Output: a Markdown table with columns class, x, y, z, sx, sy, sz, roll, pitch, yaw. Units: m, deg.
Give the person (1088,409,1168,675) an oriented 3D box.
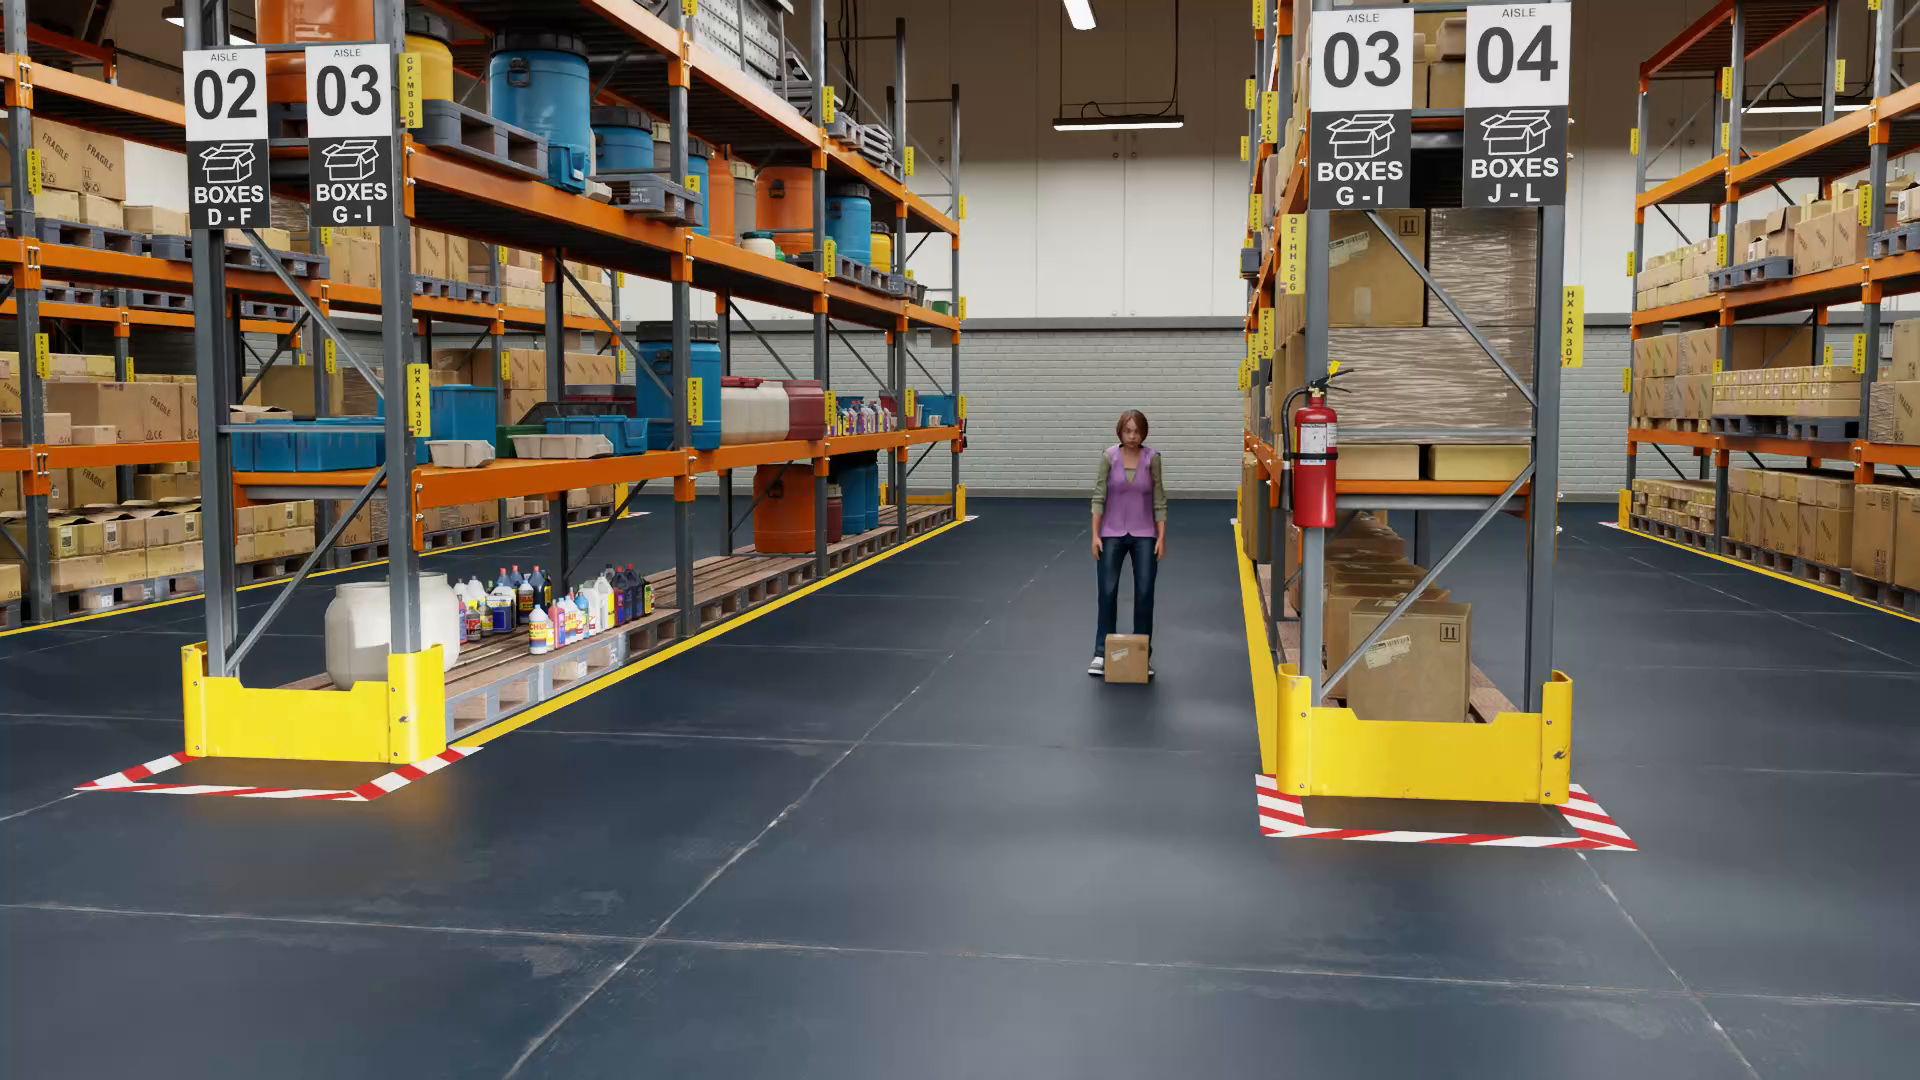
| class | x | y | z | sx | sy | sz | roll | pitch | yaw |
| --- | --- | --- | --- | --- | --- | --- | --- | --- | --- |
| person | 1.013 | 0.011 | 10.004 | 0.466 | 1.591 | 0.345 | 1 | 5 | 7 |
